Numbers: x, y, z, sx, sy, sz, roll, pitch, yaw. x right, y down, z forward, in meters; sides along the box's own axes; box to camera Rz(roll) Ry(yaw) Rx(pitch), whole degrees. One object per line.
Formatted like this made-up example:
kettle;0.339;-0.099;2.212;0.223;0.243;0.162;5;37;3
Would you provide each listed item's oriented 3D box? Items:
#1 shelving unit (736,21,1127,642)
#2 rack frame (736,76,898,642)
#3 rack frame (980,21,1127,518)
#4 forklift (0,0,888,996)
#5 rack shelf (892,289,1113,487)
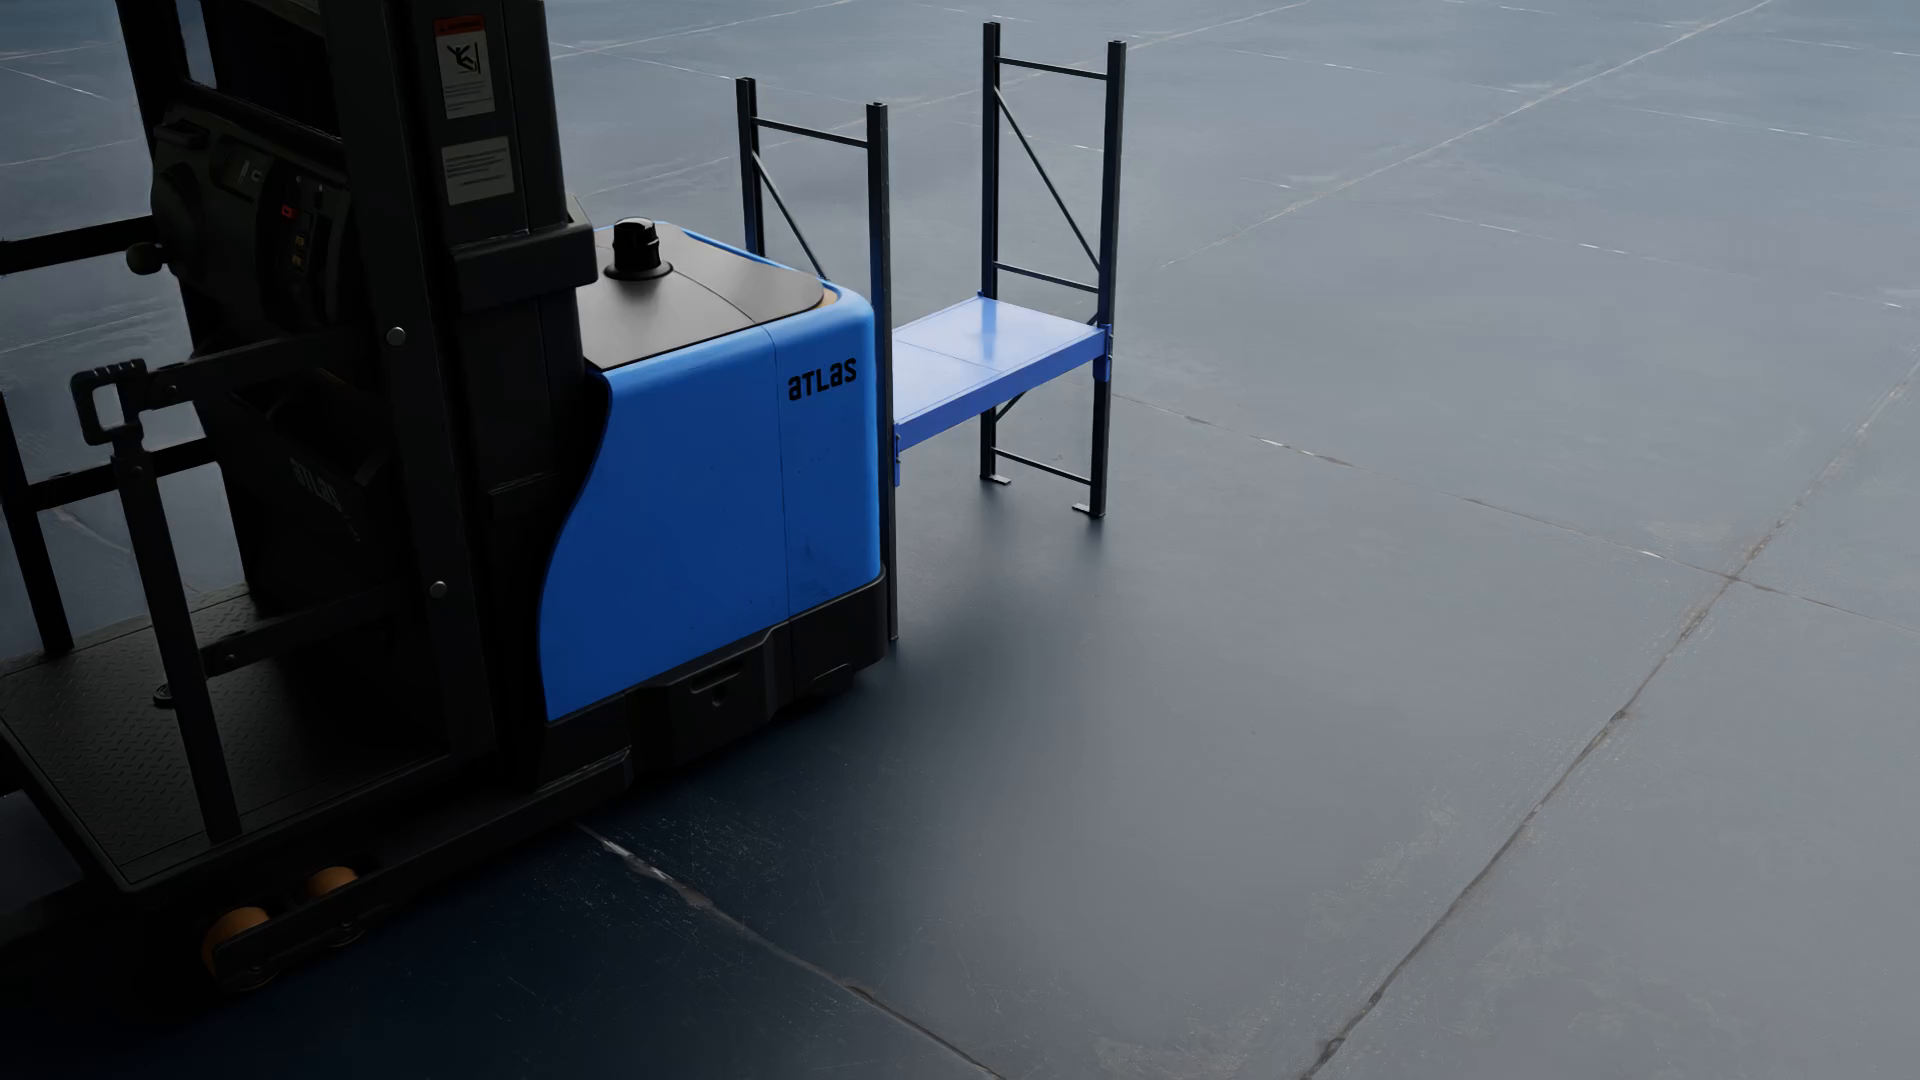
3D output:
shelving unit;-0.053;-0.636;4.848;0.538;1.500;1.048;21;34;34
rack frame;-0.377;-0.456;4.500;0.500;1.500;0.032;21;34;34
rack frame;0.271;-0.816;5.196;0.500;1.500;0.032;21;34;34
forklift;-1.614;-0.639;3.296;3.031;2.935;1.130;-23;35;-38
rack shelf;-0.053;-0.477;4.931;0.538;0.185;1.000;21;34;34
